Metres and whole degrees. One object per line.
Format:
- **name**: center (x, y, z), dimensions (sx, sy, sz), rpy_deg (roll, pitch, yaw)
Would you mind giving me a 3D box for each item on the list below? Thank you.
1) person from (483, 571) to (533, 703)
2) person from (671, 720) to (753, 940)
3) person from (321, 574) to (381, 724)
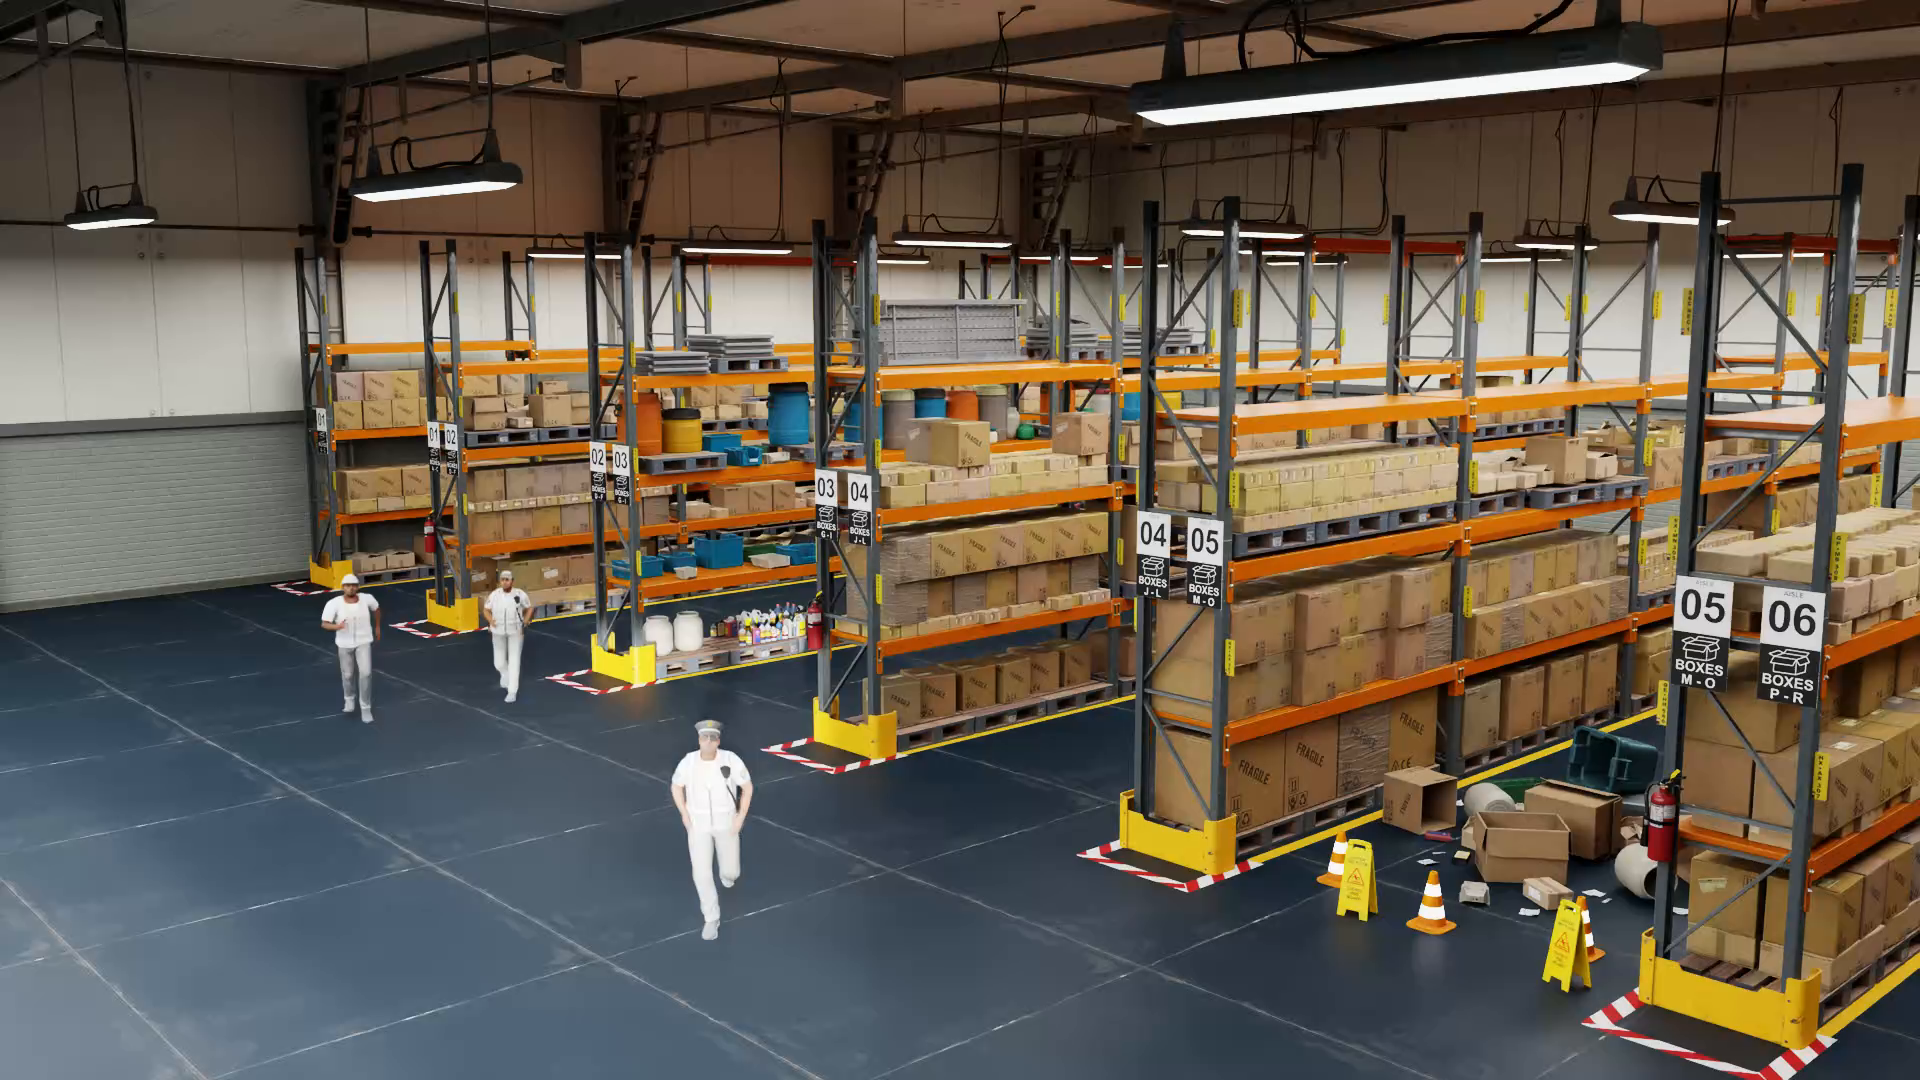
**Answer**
- **person**: center (-5.850, 1.218, 21.524), dimensions (0.616, 1.667, 0.744), rpy_deg (-1, 8, -6)
- **person**: center (-2.046, 2.333, 13.749), dimensions (0.667, 1.756, 0.848), rpy_deg (-1, 9, -10)
- **person**: center (-7.438, 1.314, 20.373), dimensions (0.700, 1.840, 0.799), rpy_deg (-4, 9, -23)
